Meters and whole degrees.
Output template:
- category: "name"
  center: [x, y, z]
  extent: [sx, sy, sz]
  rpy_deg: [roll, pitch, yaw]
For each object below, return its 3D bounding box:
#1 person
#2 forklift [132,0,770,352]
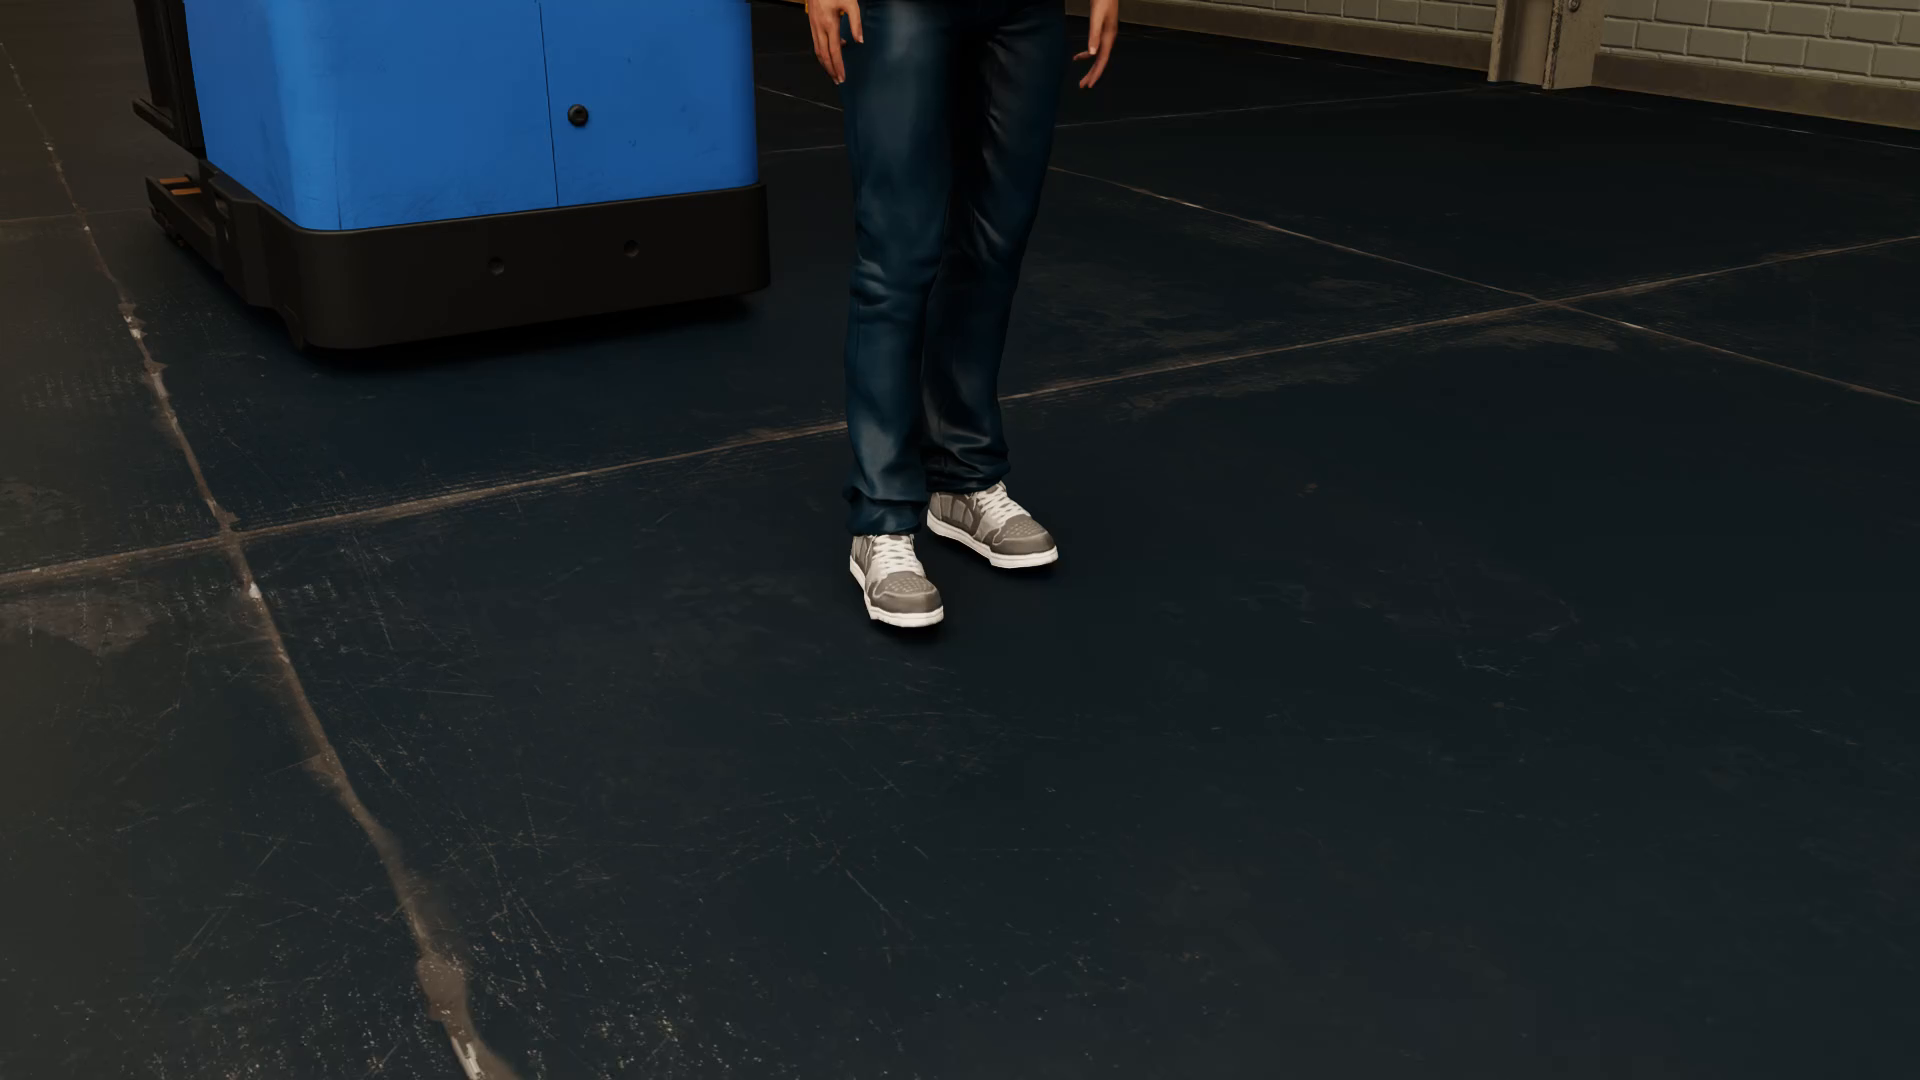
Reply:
- category: "person"
  center: [0.025, -0.715, 2.263]
  extent: [0.520, 1.592, 0.473]
  rpy_deg: [-12, 25, -28]
- category: "forklift"
  center: [-1.669, -2.252, 4.263]
  extent: [1.130, 2.935, 3.031]
  rpy_deg: [-14, 26, -30]
